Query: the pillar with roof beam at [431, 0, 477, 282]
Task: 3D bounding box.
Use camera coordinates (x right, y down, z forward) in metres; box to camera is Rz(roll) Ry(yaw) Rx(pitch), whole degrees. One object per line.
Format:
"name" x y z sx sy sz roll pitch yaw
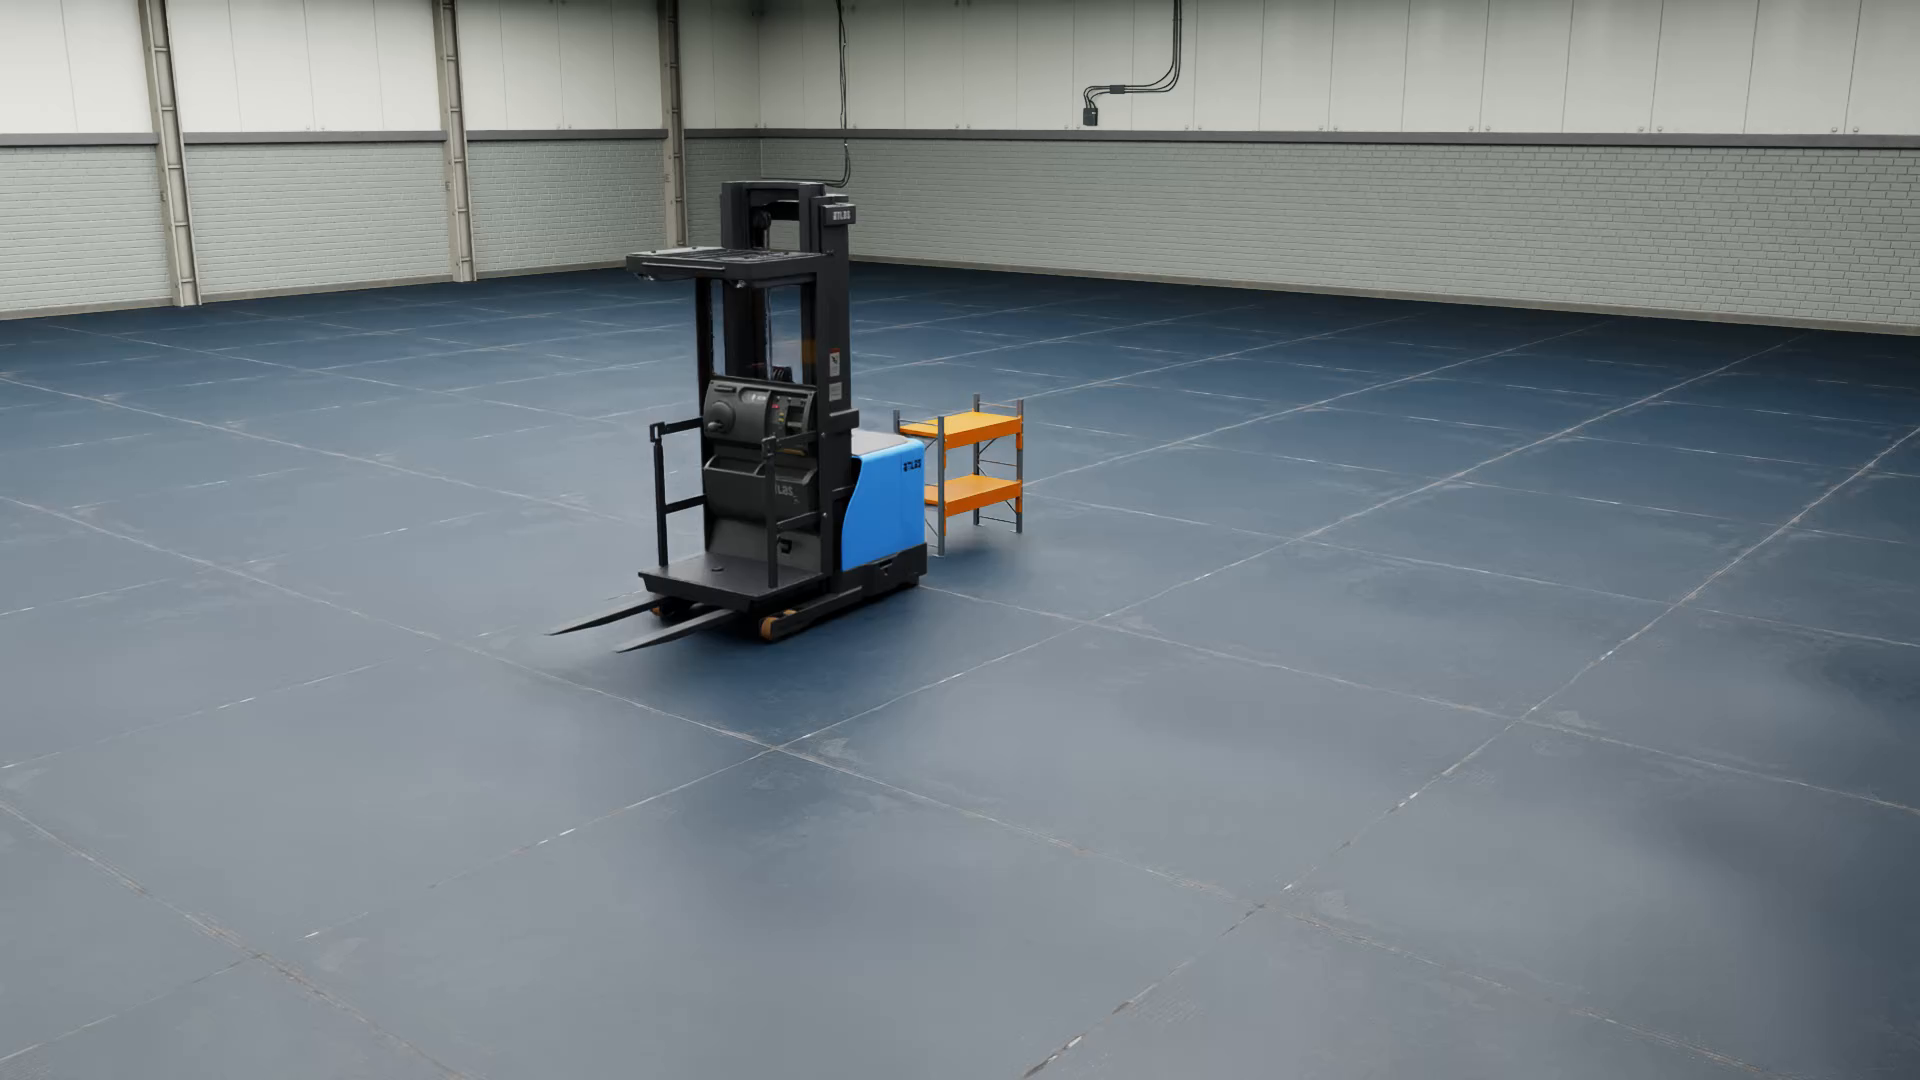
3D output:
"pillar with roof beam" -7.151 -9.186 31.507 9.100 9.000 0.400 11 18 38

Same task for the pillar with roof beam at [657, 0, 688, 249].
"pillar with roof beam" -3.380 -10.335 36.030 9.100 9.000 0.400 11 18 38

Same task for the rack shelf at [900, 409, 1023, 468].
"rack shelf" -0.004 -0.828 13.407 0.538 0.278 1.000 11 18 38

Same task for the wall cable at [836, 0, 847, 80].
"wall cable" -1.744 -11.885 38.180 3.097 2.526 0.112 11 18 38

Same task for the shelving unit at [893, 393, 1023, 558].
"shelving unit" -0.004 -0.544 13.479 0.538 1.125 1.048 11 18 38

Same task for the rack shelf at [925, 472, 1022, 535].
"rack shelf" -0.004 -0.307 13.540 0.538 0.278 1.000 11 18 38

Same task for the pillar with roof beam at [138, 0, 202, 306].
"pillar with roof beam" -10.922 -8.037 26.983 9.100 9.000 0.400 11 18 38

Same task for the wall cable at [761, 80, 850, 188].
"wall cable" -3.848 -9.856 40.450 3.097 2.526 0.112 11 18 38

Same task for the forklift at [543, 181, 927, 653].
"forklift" -1.489 -0.882 11.141 1.130 2.935 3.031 10 17 33

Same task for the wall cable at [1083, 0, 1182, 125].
"wall cable" 3.526 -11.537 33.854 2.305 6.003 0.169 11 18 38

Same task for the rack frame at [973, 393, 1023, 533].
"rack frame" 0.315 -0.641 13.863 0.500 1.125 0.032 11 18 38

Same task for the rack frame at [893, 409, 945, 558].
"rack frame" -0.324 -0.447 13.096 0.500 1.125 0.032 11 18 38
